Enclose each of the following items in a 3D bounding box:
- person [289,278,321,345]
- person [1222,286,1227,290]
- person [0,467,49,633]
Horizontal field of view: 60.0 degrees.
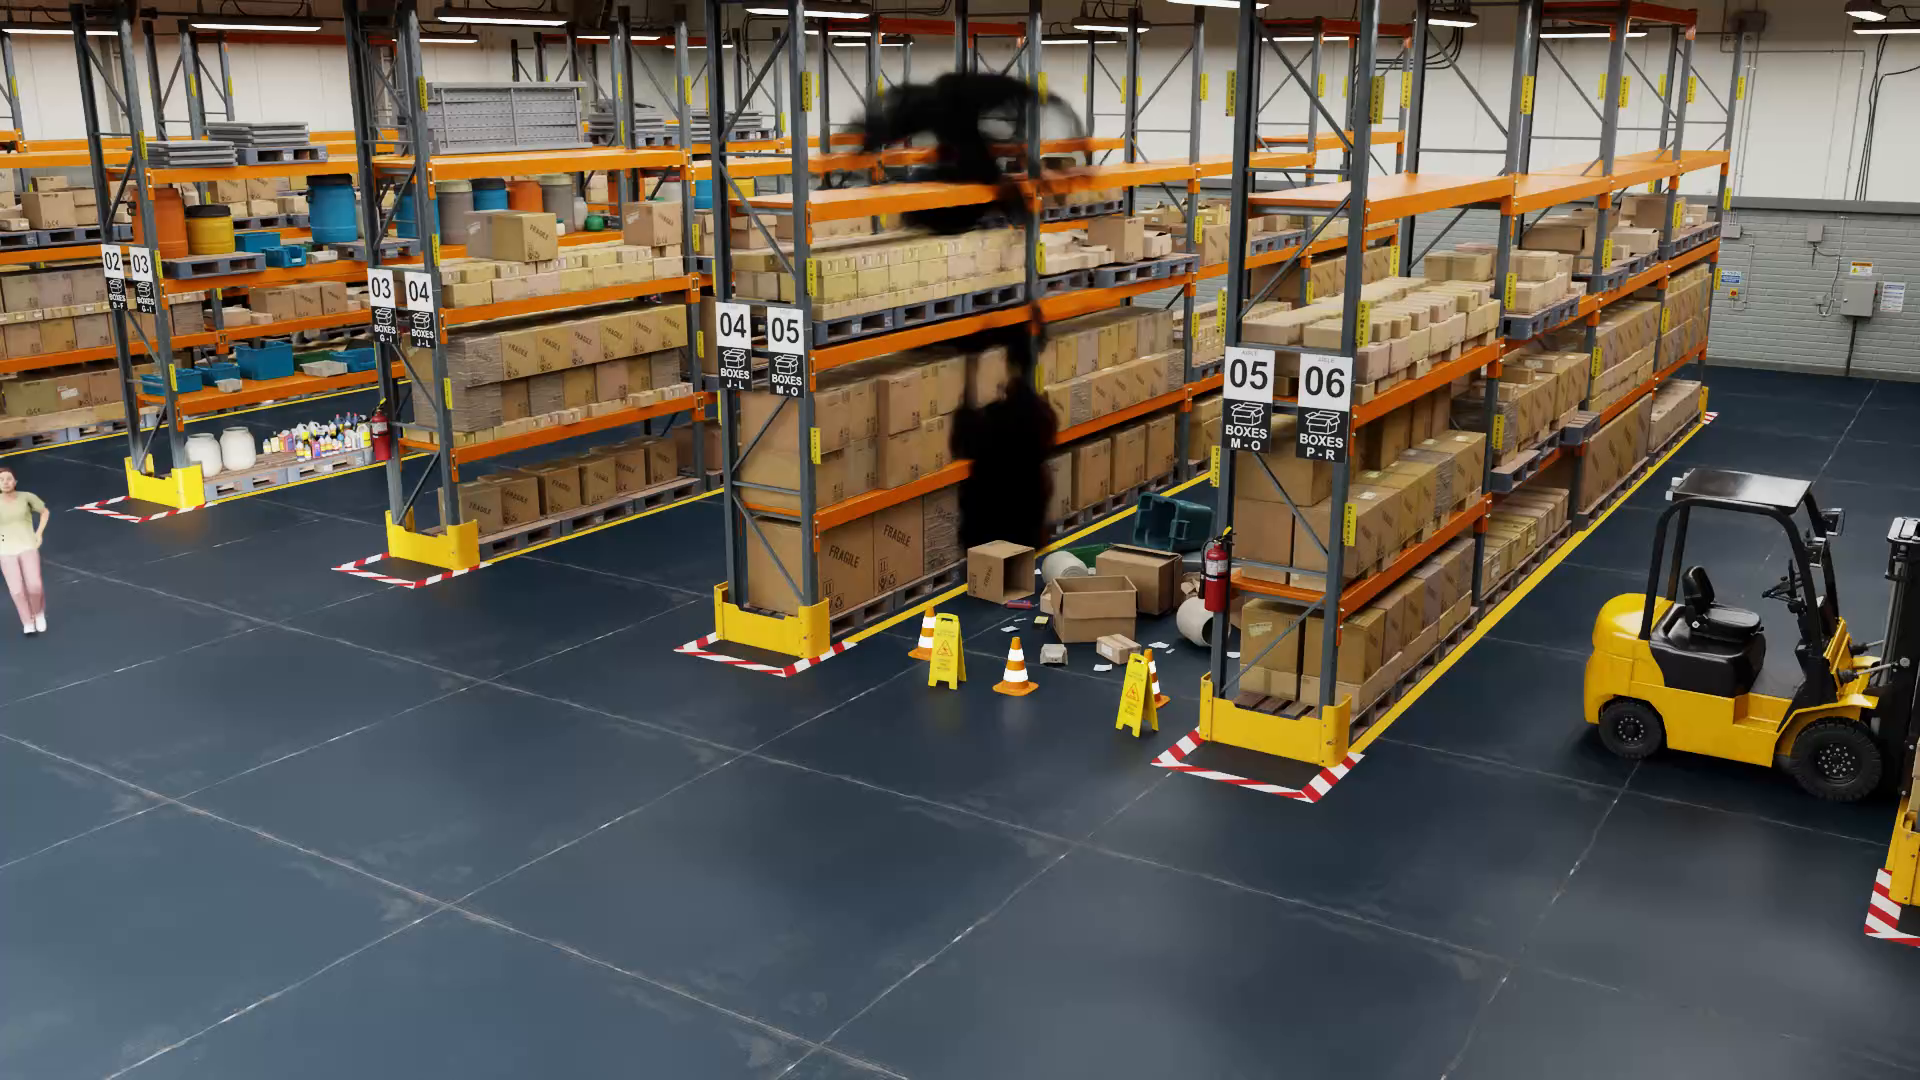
[{"bbox_3d":[-11.642,-3.837,29.585,0.695,1.781,1.045,7,17,24],"label":"person"},{"bbox_3d":[4.458,-3.406,28.152,0.705,1.780,0.857,15,21,42],"label":"person"},{"bbox_3d":[-8.882,0.122,15.696,0.567,1.624,0.556,-7,17,-25],"label":"person"}]
